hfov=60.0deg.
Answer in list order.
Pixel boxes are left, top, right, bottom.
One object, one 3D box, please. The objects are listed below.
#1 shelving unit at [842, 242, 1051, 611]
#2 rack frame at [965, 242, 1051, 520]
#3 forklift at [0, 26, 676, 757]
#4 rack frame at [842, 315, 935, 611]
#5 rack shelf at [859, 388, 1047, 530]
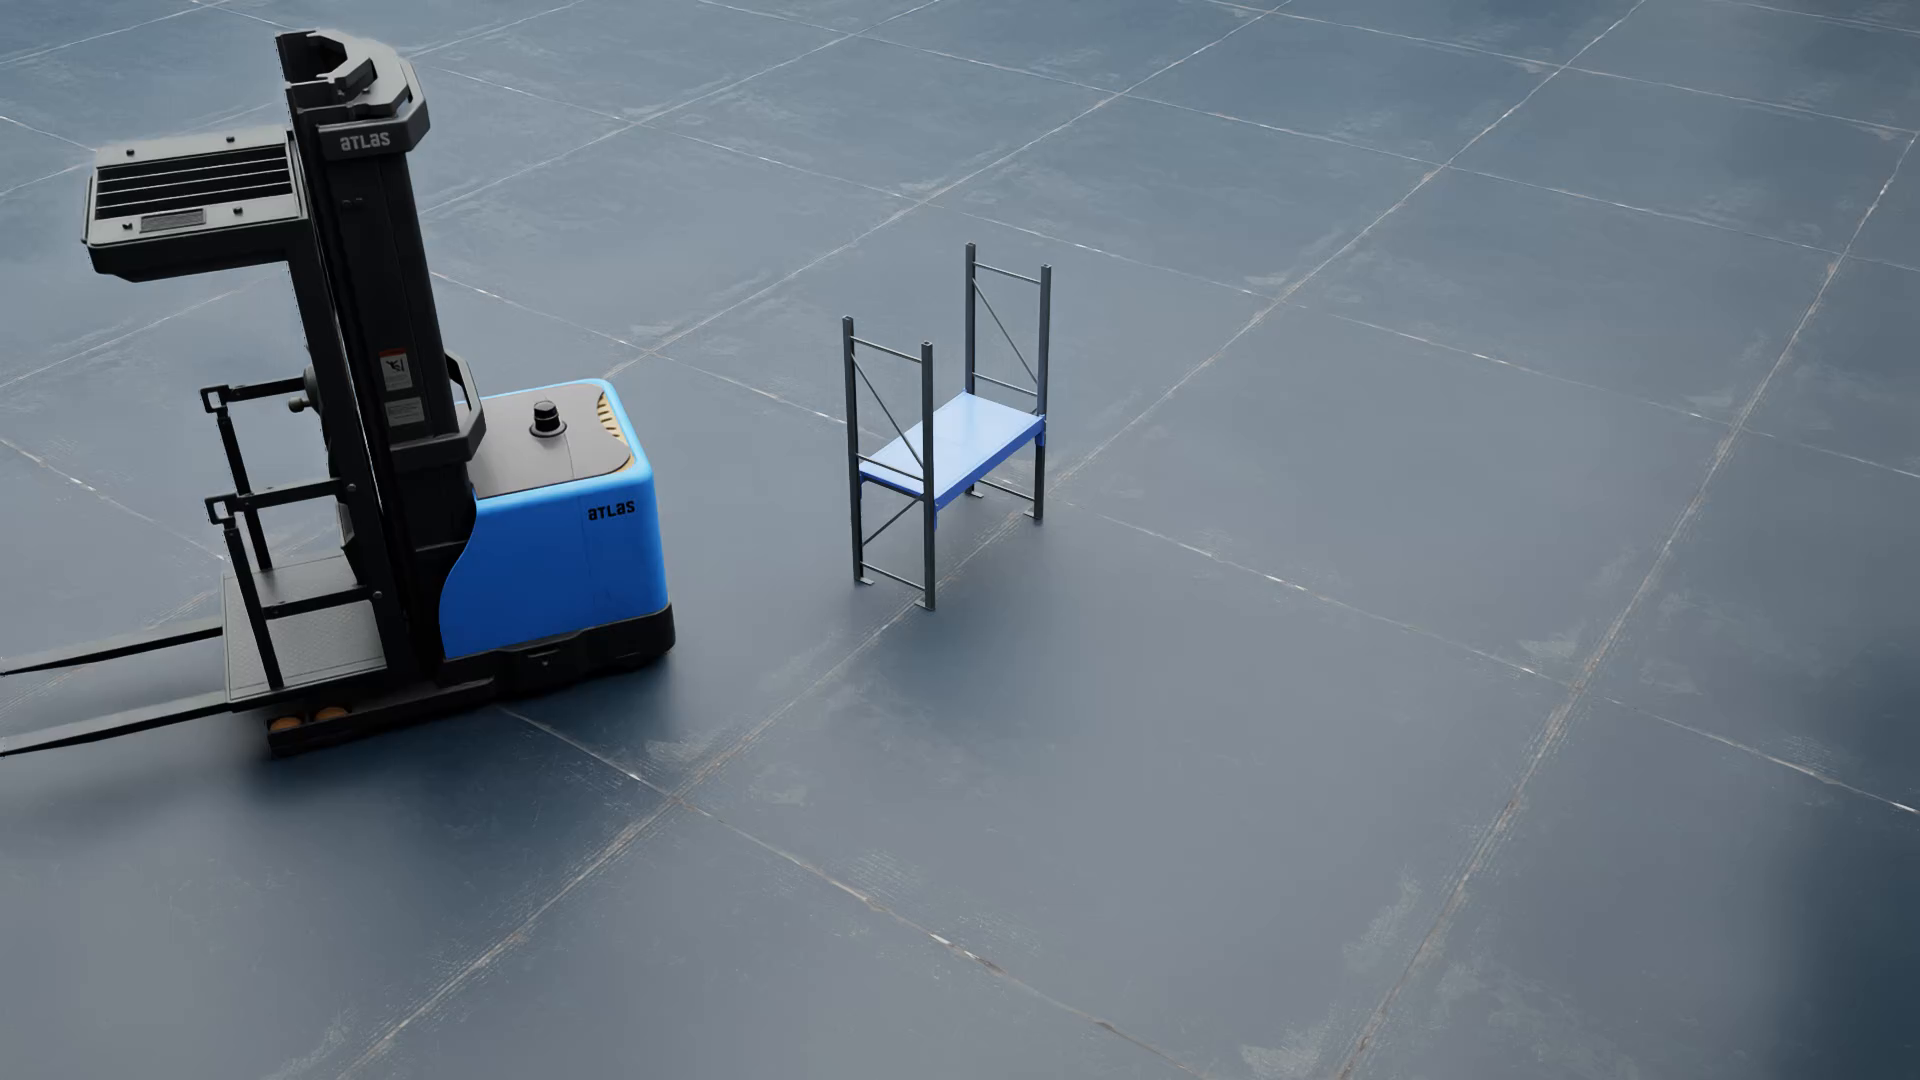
[{"bbox_3d":[-0.049,-0.582,8.447,0.538,1.500,1.048,21,39,28],"label":"shelving unit"},{"bbox_3d":[0.241,-0.816,8.793,0.500,1.500,0.032,21,39,28],"label":"rack frame"},{"bbox_3d":[-2.949,-0.585,7.174,3.031,2.935,1.130,-13,36,-18],"label":"forklift"},{"bbox_3d":[-0.338,-0.348,8.101,0.500,1.500,0.032,21,39,28],"label":"rack frame"},{"bbox_3d":[-0.049,-0.433,8.548,0.538,0.185,1.000,21,39,28],"label":"rack shelf"}]
